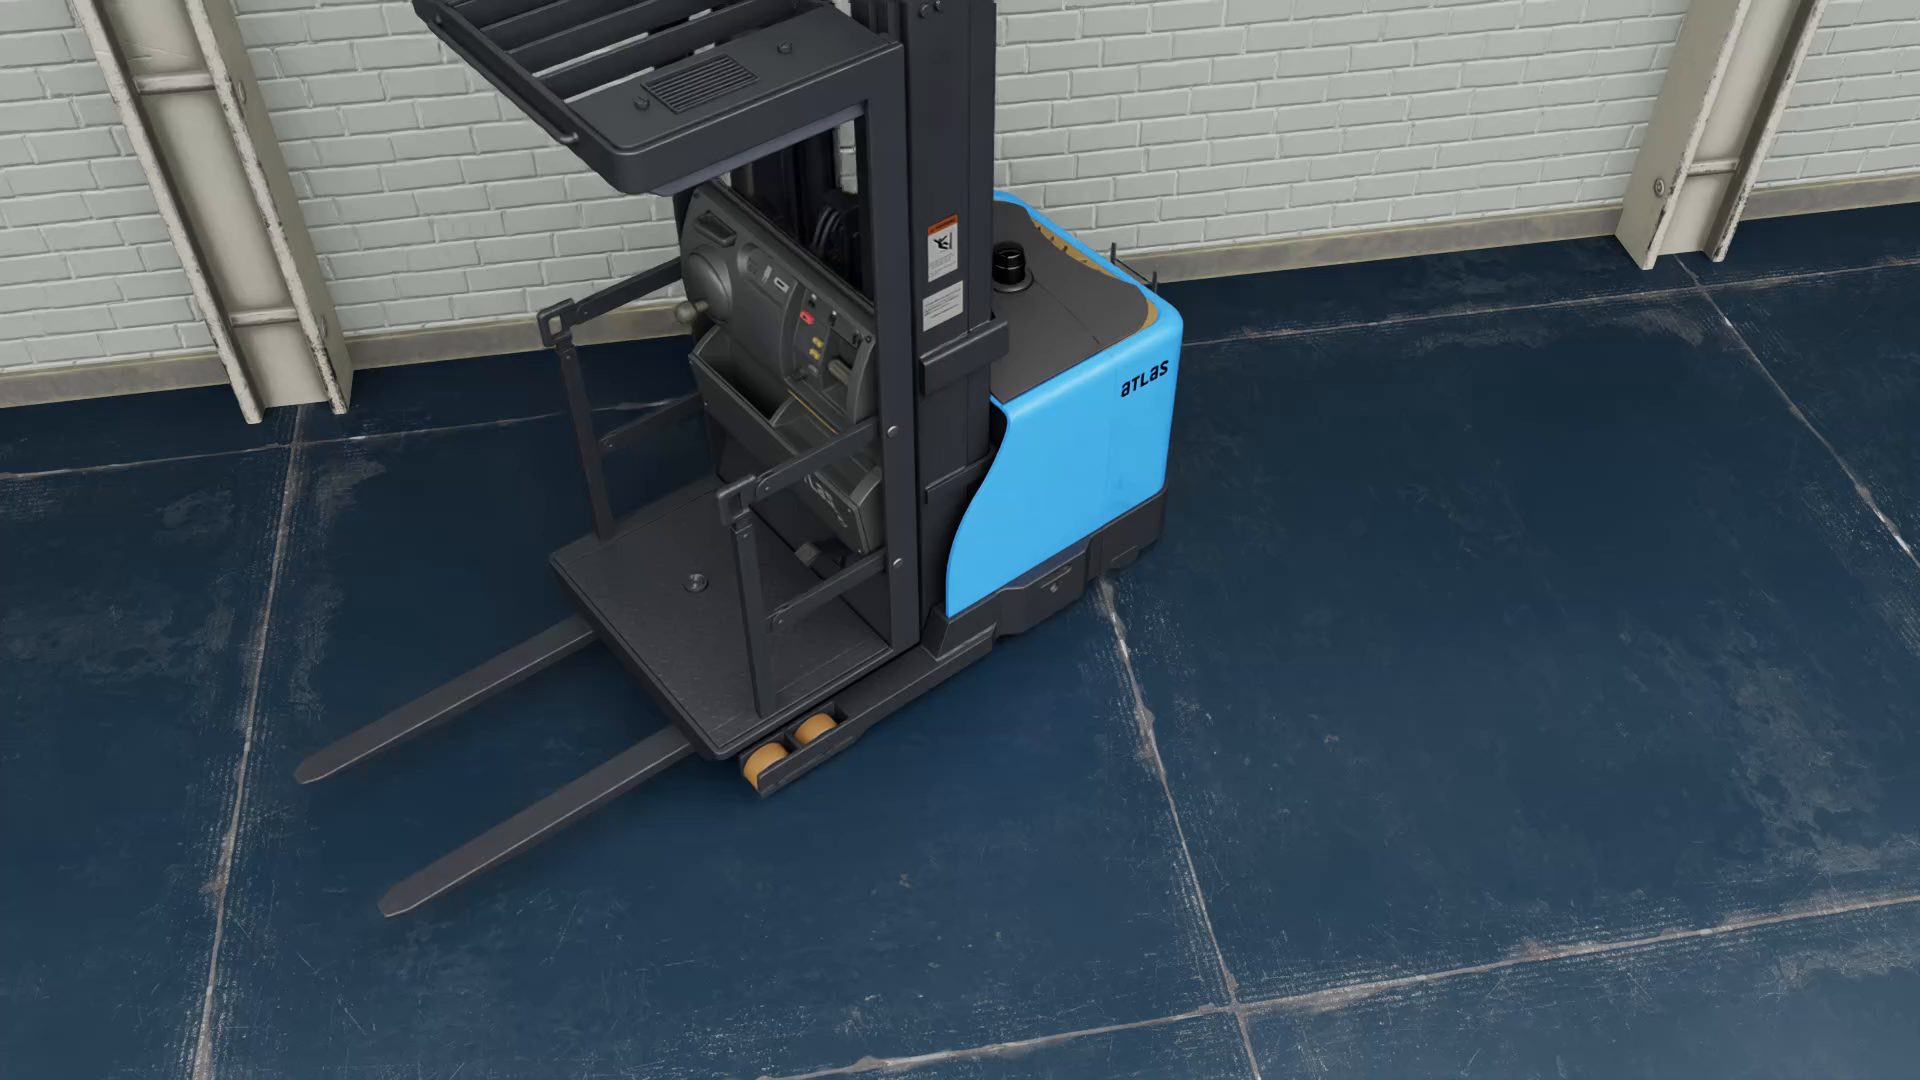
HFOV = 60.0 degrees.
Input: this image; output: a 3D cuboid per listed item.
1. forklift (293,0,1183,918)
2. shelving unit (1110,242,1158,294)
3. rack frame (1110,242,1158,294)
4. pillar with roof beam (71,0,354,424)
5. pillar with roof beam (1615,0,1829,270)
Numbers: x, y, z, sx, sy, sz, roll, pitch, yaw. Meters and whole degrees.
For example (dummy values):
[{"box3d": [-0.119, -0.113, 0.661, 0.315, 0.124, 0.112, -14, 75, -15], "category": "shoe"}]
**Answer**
[{"box3d": [-0.711, -0.623, 4.815, 3.031, 2.935, 1.130, -30, 53, -26], "category": "forklift"}, {"box3d": [0.549, -0.658, 6.259, 0.210, 0.900, 0.258, -30, 53, -26], "category": "shelving unit"}, {"box3d": [0.628, -0.704, 6.303, 0.006, 0.900, 0.240, -30, 53, -26], "category": "rack frame"}, {"box3d": [-1.971, -0.668, 0.645, 0.400, 9.000, 9.100, -7, 46, -7], "category": "pillar with roof beam"}, {"box3d": [3.941, -1.405, 1.355, 0.400, 9.000, 9.100, -7, 46, -7], "category": "pillar with roof beam"}]
